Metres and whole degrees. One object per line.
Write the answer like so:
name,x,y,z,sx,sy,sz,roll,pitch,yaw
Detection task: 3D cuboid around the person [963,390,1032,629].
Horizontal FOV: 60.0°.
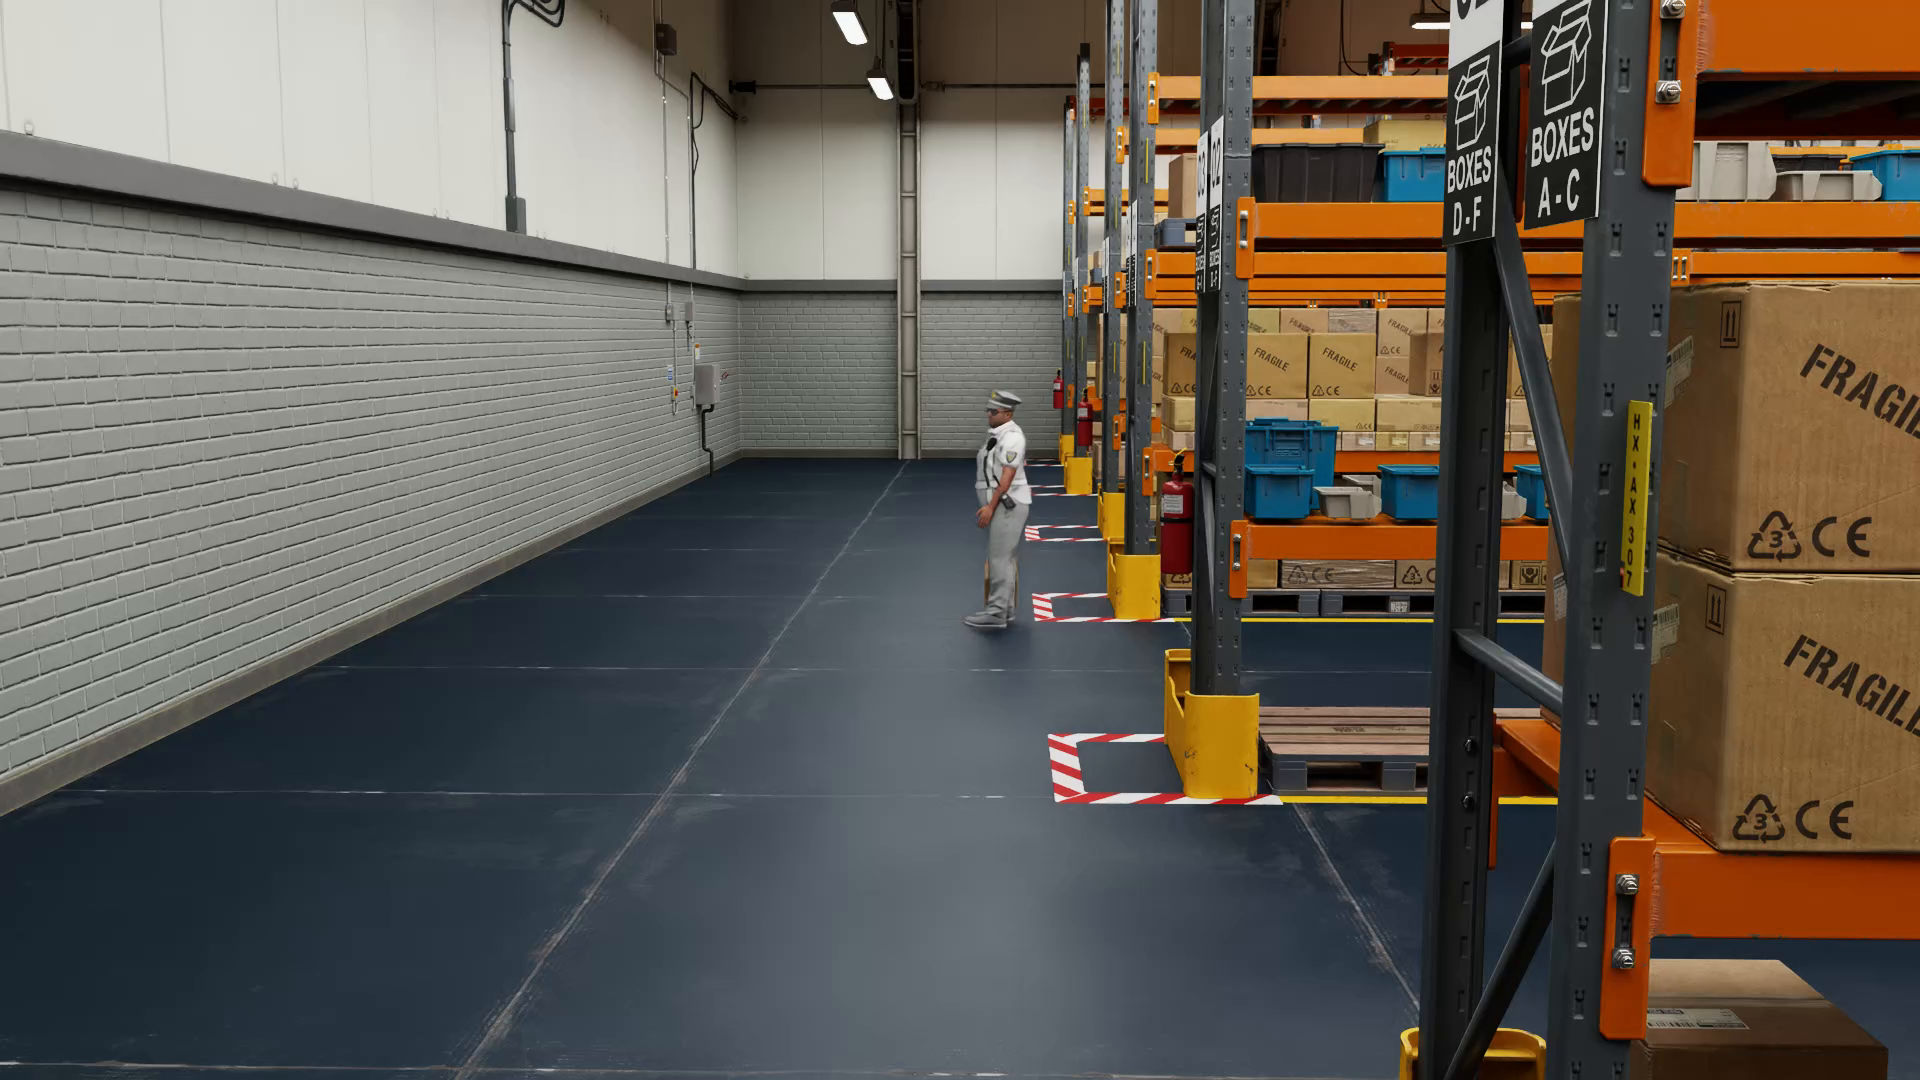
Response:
person,0.258,-0.231,12.355,0.503,1.771,0.579,-1,7,-10
